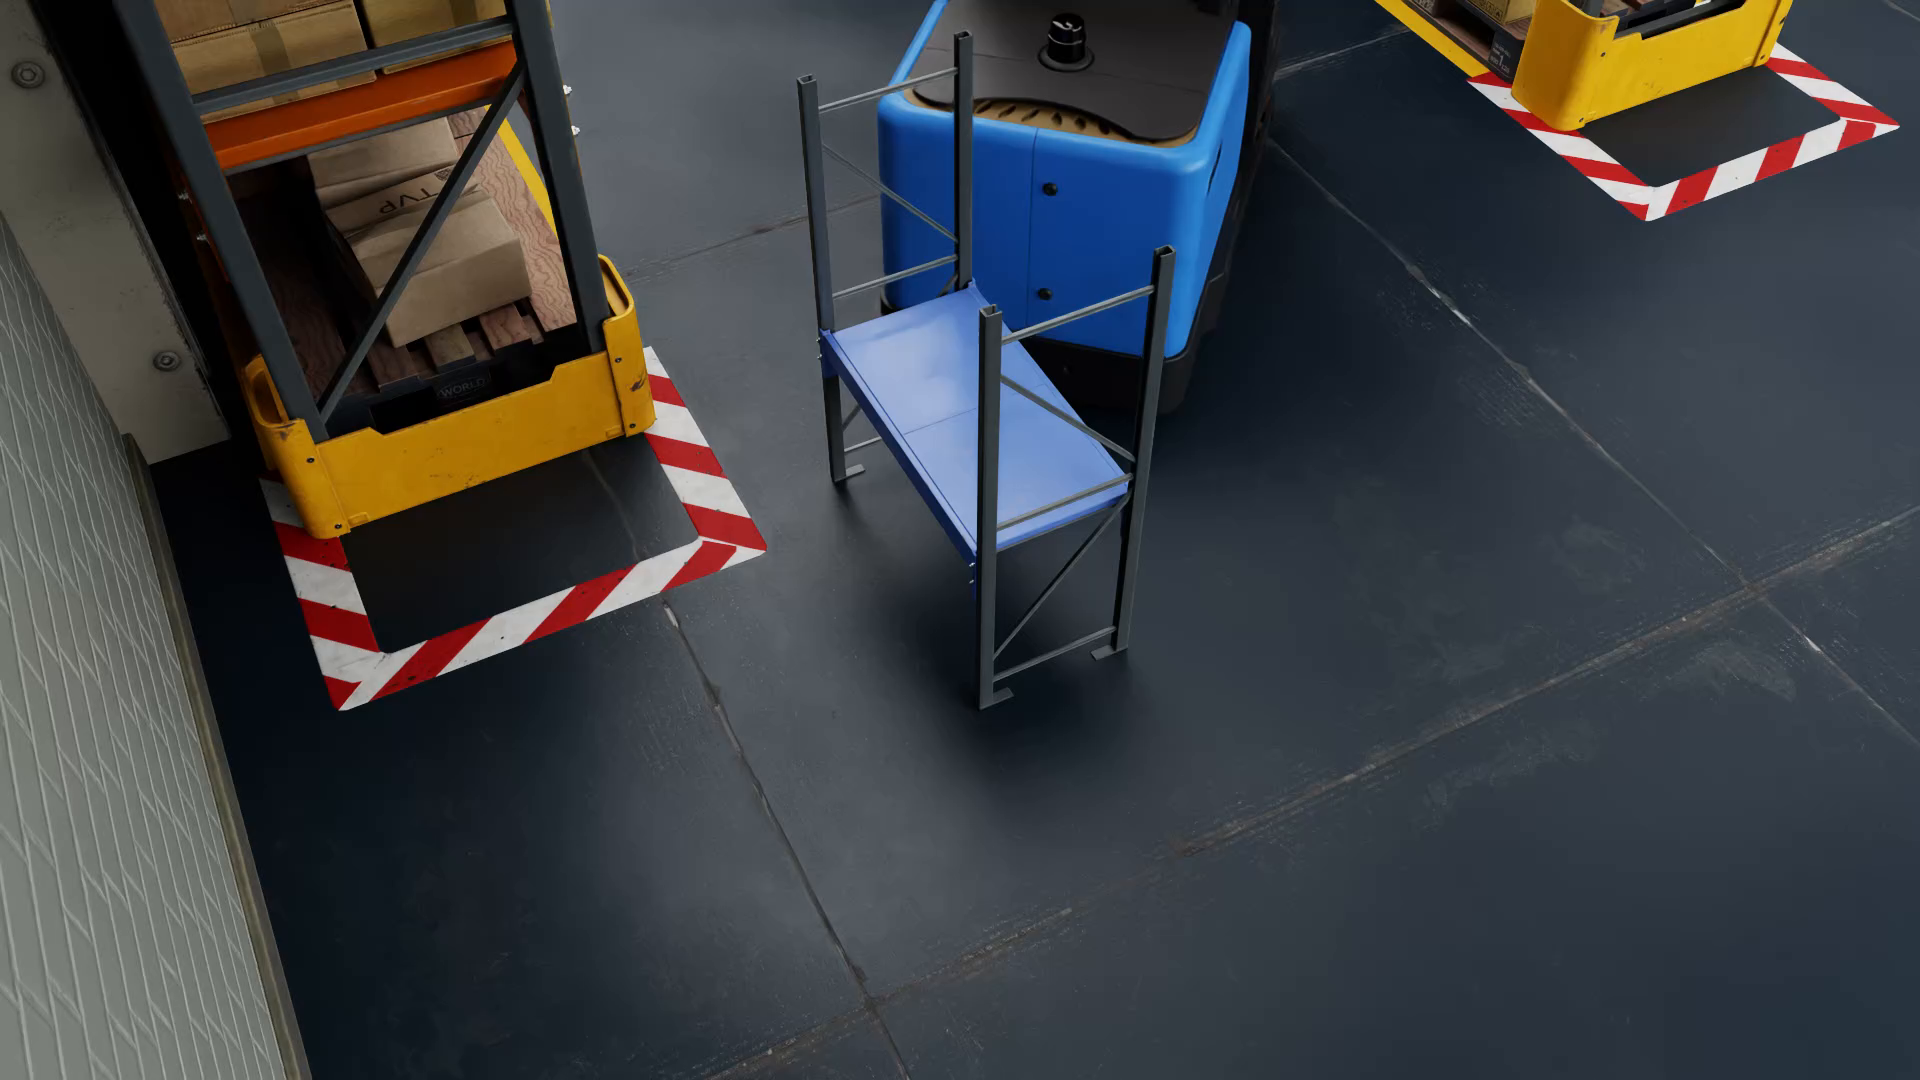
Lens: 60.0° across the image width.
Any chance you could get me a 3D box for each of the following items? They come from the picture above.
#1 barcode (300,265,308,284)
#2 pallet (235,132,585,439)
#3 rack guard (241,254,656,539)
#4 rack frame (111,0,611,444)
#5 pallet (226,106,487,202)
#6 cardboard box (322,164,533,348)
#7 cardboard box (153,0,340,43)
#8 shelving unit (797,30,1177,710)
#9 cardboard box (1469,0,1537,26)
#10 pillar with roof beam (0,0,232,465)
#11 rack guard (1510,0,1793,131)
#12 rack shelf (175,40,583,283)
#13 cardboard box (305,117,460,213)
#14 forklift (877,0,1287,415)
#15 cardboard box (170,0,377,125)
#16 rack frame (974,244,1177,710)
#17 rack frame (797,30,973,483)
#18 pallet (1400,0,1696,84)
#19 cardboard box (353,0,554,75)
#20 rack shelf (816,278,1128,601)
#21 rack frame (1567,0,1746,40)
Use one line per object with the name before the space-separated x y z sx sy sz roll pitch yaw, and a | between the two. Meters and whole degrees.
barcode | -2.168 -0.869 5.505 0.001 0.075 0.075 -21 52 -18
pallet | -1.942 -0.926 5.920 1.003 0.211 1.213 -21 52 -18
rack guard | -1.602 -0.466 5.325 1.175 0.500 0.348 -21 52 -18
rack frame | -1.567 -1.238 4.340 1.000 3.000 0.127 -21 52 -18
pallet | -2.497 -1.742 6.633 1.003 0.211 1.213 -21 52 -18
cardboard box | -1.804 -0.991 5.618 0.500 0.311 0.500 -27 54 -21
cardboard box | -1.972 -1.684 4.318 0.500 0.500 0.500 -22 52 -18
shelving unit | 0.039 -0.437 4.636 0.538 1.500 1.048 -21 52 -18
cardboard box | 2.327 -2.437 6.936 0.500 0.250 0.500 -21 52 -18
pillar with roof beam | 1.171 -4.866 3.528 9.100 9.000 0.400 -21 52 -18
rack guard | 2.847 -2.107 6.761 1.175 0.500 0.348 -21 52 -18
rack shelf | -2.483 -2.339 5.781 1.077 0.370 4.000 -21 52 -18
cardboard box | -2.065 -1.373 5.952 0.500 0.311 0.500 -17 51 -15
forklift | 0.633 -2.516 5.503 1.130 2.935 3.031 12 50 11
cardboard box | -1.954 -1.441 4.604 0.500 0.250 0.500 -20 52 -17
rack frame | 0.272 -0.096 4.338 0.500 1.500 0.032 -21 52 -18
rack frame | -0.194 -0.777 4.933 0.500 1.500 0.032 -21 52 -18
pallet | 2.448 -2.526 7.319 1.003 0.211 1.213 -21 52 -18
cardboard box | -1.508 -1.631 4.770 0.500 0.250 0.500 -23 53 -19
rack shelf | 0.039 -0.318 4.771 0.538 0.185 1.000 -21 52 -18
rack frame | 2.836 -2.946 5.834 1.000 3.000 0.127 -21 52 -18
